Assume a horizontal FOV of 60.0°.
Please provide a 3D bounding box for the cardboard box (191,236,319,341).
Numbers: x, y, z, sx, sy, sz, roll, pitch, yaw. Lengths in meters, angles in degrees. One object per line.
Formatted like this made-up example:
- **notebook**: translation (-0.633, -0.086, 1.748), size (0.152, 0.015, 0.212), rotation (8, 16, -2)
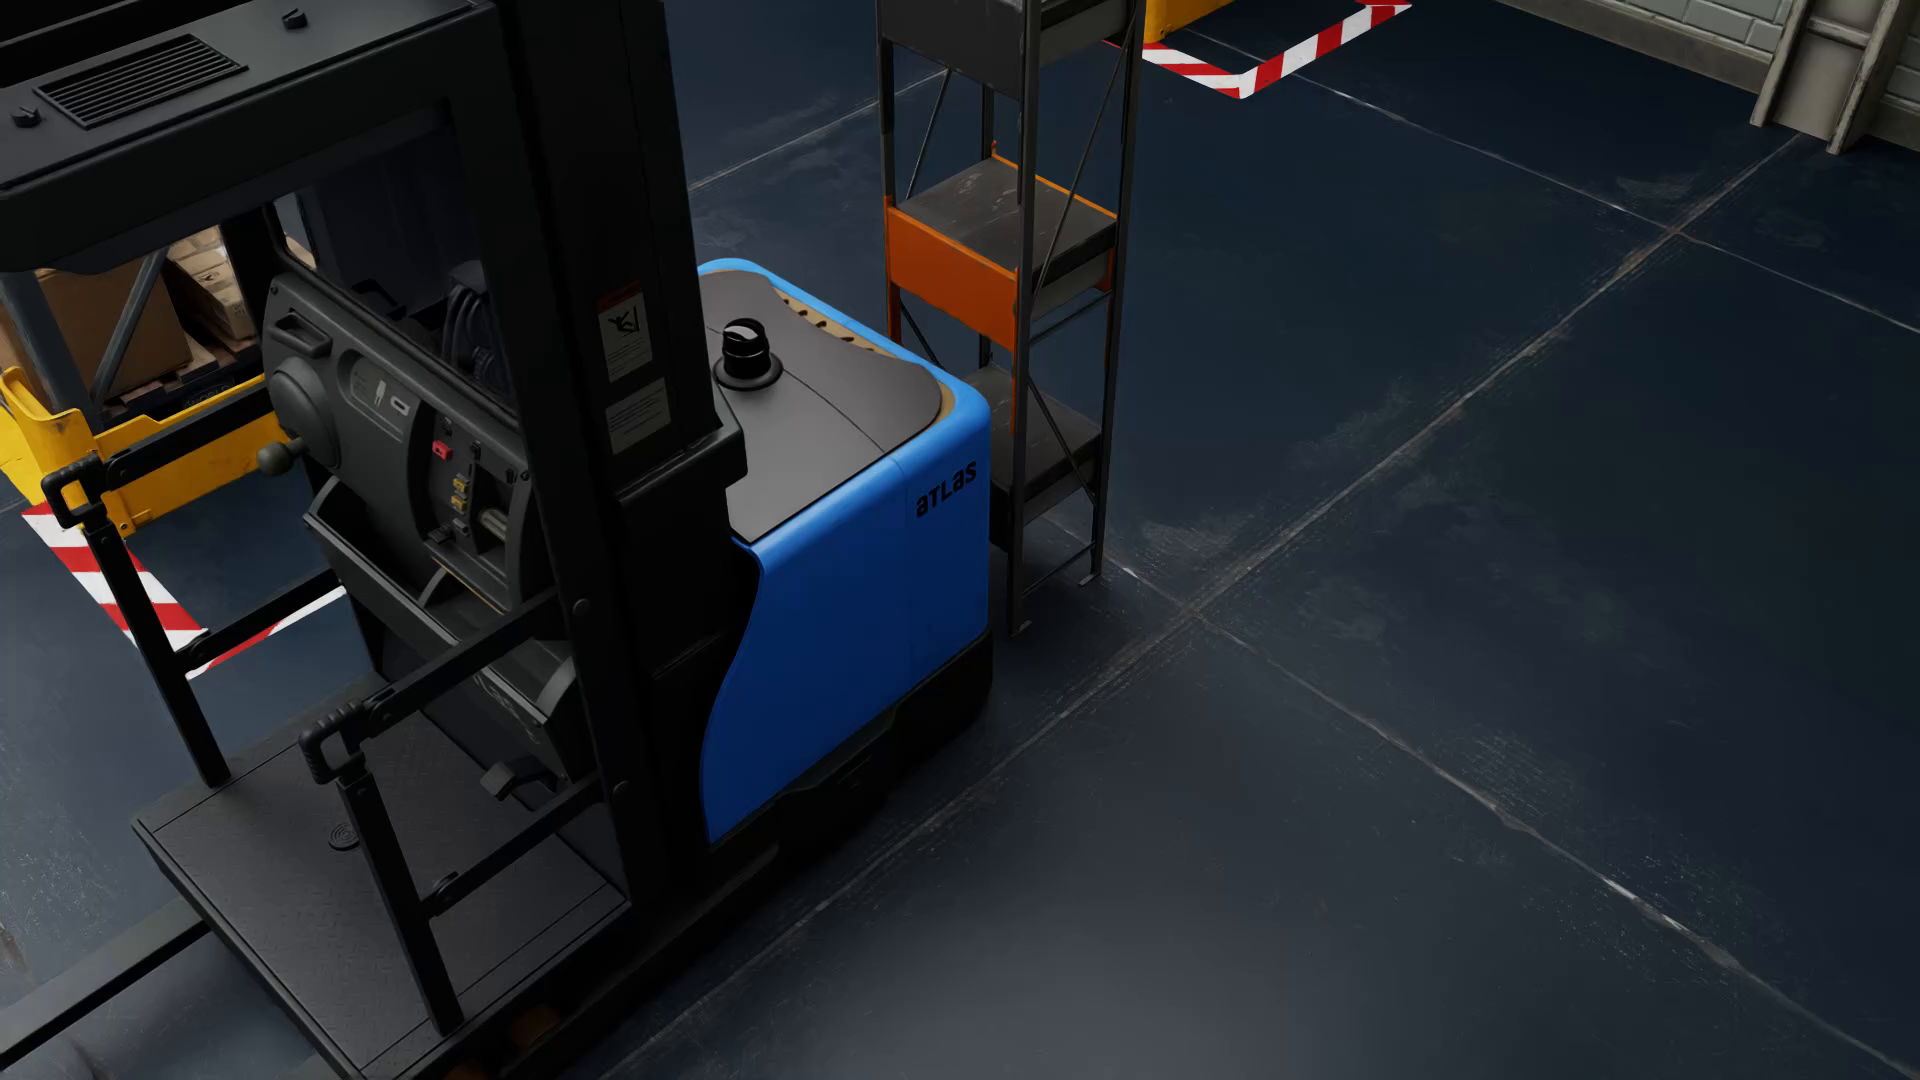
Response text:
- **cardboard box**: translation (-2.409, -0.875, 5.763), size (0.380, 0.149, 0.250), rotation (-34, 53, -31)

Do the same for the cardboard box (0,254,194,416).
- **cardboard box**: translation (-2.915, -0.782, 5.403), size (0.500, 0.500, 0.500), rotation (-34, 53, -31)

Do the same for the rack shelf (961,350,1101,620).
- **rack shelf**: translation (0.117, -0.168, 4.936), size (0.431, 0.518, 0.480), rotation (-34, 53, -31)

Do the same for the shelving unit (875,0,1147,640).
- **shelving unit**: translation (0.117, -0.692, 4.451), size (0.431, 2.100, 0.503), rotation (-34, 53, -31)

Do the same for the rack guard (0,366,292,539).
- **rack guard**: translation (-2.411, -0.513, 5.437), size (1.175, 0.500, 0.348), rotation (-34, 53, -31)

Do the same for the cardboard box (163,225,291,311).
- **cardboard box**: translation (-2.586, -1.002, 5.888), size (0.380, 0.166, 0.250), rotation (-34, 53, -31)

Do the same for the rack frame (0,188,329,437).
- **rack frame**: translation (-2.357, -1.395, 4.549), size (1.000, 3.000, 0.127), rotation (-34, 53, -31)

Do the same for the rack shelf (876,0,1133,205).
- **rack shelf**: translation (0.117, -1.196, 3.986), size (0.431, 0.518, 0.480), rotation (-34, 53, -31)

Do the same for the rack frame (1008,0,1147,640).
- **rack frame**: translation (0.289, -0.574, 4.324), size (0.400, 2.100, 0.015), rotation (-34, 53, -31)

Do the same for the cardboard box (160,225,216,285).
- **cardboard box**: translation (-2.893, -1.184, 6.023), size (0.500, 0.250, 0.500), rotation (-34, 53, -31)

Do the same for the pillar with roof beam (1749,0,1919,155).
- **pillar with roof beam**: translation (0.619, -3.028, 1.896), size (9.100, 9.000, 0.400), rotation (-34, 53, -31)

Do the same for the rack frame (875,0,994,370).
- **rack frame**: translation (-0.055, -0.809, 4.578), size (0.400, 2.100, 0.015), rotation (-34, 53, -31)

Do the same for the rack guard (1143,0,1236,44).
- **rack guard**: translation (1.165, -2.841, 7.956), size (1.175, 0.500, 0.348), rotation (-34, 53, -31)

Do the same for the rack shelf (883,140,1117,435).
- **rack shelf**: translation (0.117, -0.682, 4.461), size (0.431, 0.518, 0.480), rotation (-34, 53, -31)

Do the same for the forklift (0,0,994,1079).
- **forklift**: translation (-1.282, -0.127, 3.228), size (1.130, 2.935, 3.031), rotation (32, 52, 30)

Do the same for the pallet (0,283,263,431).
- **pallet**: translation (-2.974, -0.790, 5.949), size (1.003, 0.211, 1.213), rotation (-34, 53, -31)
